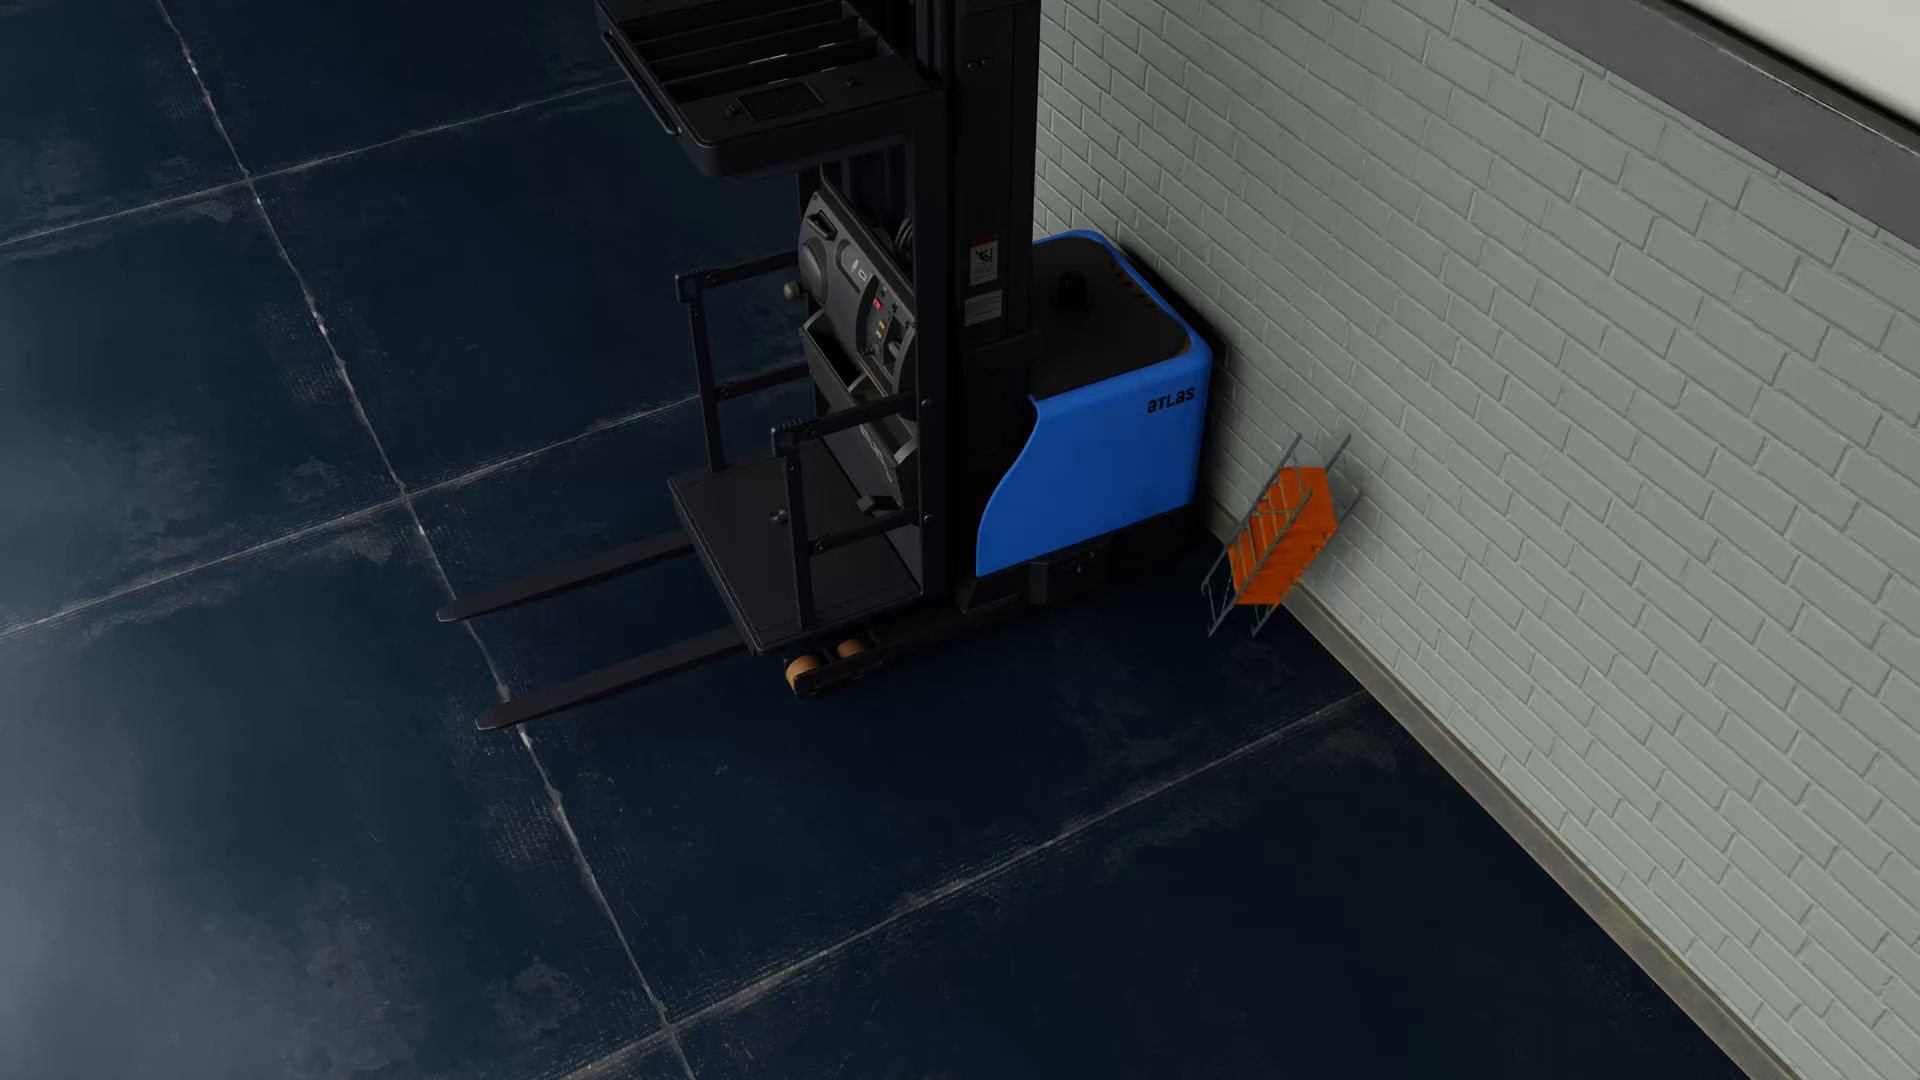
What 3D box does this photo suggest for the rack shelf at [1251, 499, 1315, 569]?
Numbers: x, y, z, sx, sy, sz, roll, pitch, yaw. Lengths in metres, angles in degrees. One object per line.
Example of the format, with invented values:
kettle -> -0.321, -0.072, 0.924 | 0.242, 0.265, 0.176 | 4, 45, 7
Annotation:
rack shelf -> 1.200, -0.025, 6.209 | 0.180, 0.103, 0.258 | 0, 62, -10

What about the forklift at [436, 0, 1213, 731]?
forklift -> -0.562, -0.861, 5.962 | 3.031, 2.935, 1.130 | -19, 47, -18

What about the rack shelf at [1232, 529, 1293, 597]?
rack shelf -> 1.162, 0.087, 6.418 | 0.180, 0.103, 0.258 | 0, 62, -10

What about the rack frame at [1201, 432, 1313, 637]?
rack frame -> 1.098, 0.010, 6.259 | 0.006, 1.200, 0.240 | 0, 62, -10

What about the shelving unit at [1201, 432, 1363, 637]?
shelving unit -> 1.188, 0.011, 6.275 | 0.189, 1.200, 0.258 | 0, 62, -10

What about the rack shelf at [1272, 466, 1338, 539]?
rack shelf -> 1.239, -0.136, 6.000 | 0.180, 0.103, 0.258 | 0, 62, -10

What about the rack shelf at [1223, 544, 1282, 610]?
rack shelf -> 1.142, 0.142, 6.523 | 0.180, 0.103, 0.258 | 0, 62, -10

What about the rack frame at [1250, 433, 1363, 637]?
rack frame -> 1.278, 0.011, 6.291 | 0.006, 1.200, 0.240 | 0, 62, -10

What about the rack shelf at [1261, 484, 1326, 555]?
rack shelf -> 1.220, -0.080, 6.104 | 0.180, 0.103, 0.258 | 0, 62, -10

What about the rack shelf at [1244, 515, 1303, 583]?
rack shelf -> 1.181, 0.031, 6.314 | 0.180, 0.103, 0.258 | 0, 62, -10
